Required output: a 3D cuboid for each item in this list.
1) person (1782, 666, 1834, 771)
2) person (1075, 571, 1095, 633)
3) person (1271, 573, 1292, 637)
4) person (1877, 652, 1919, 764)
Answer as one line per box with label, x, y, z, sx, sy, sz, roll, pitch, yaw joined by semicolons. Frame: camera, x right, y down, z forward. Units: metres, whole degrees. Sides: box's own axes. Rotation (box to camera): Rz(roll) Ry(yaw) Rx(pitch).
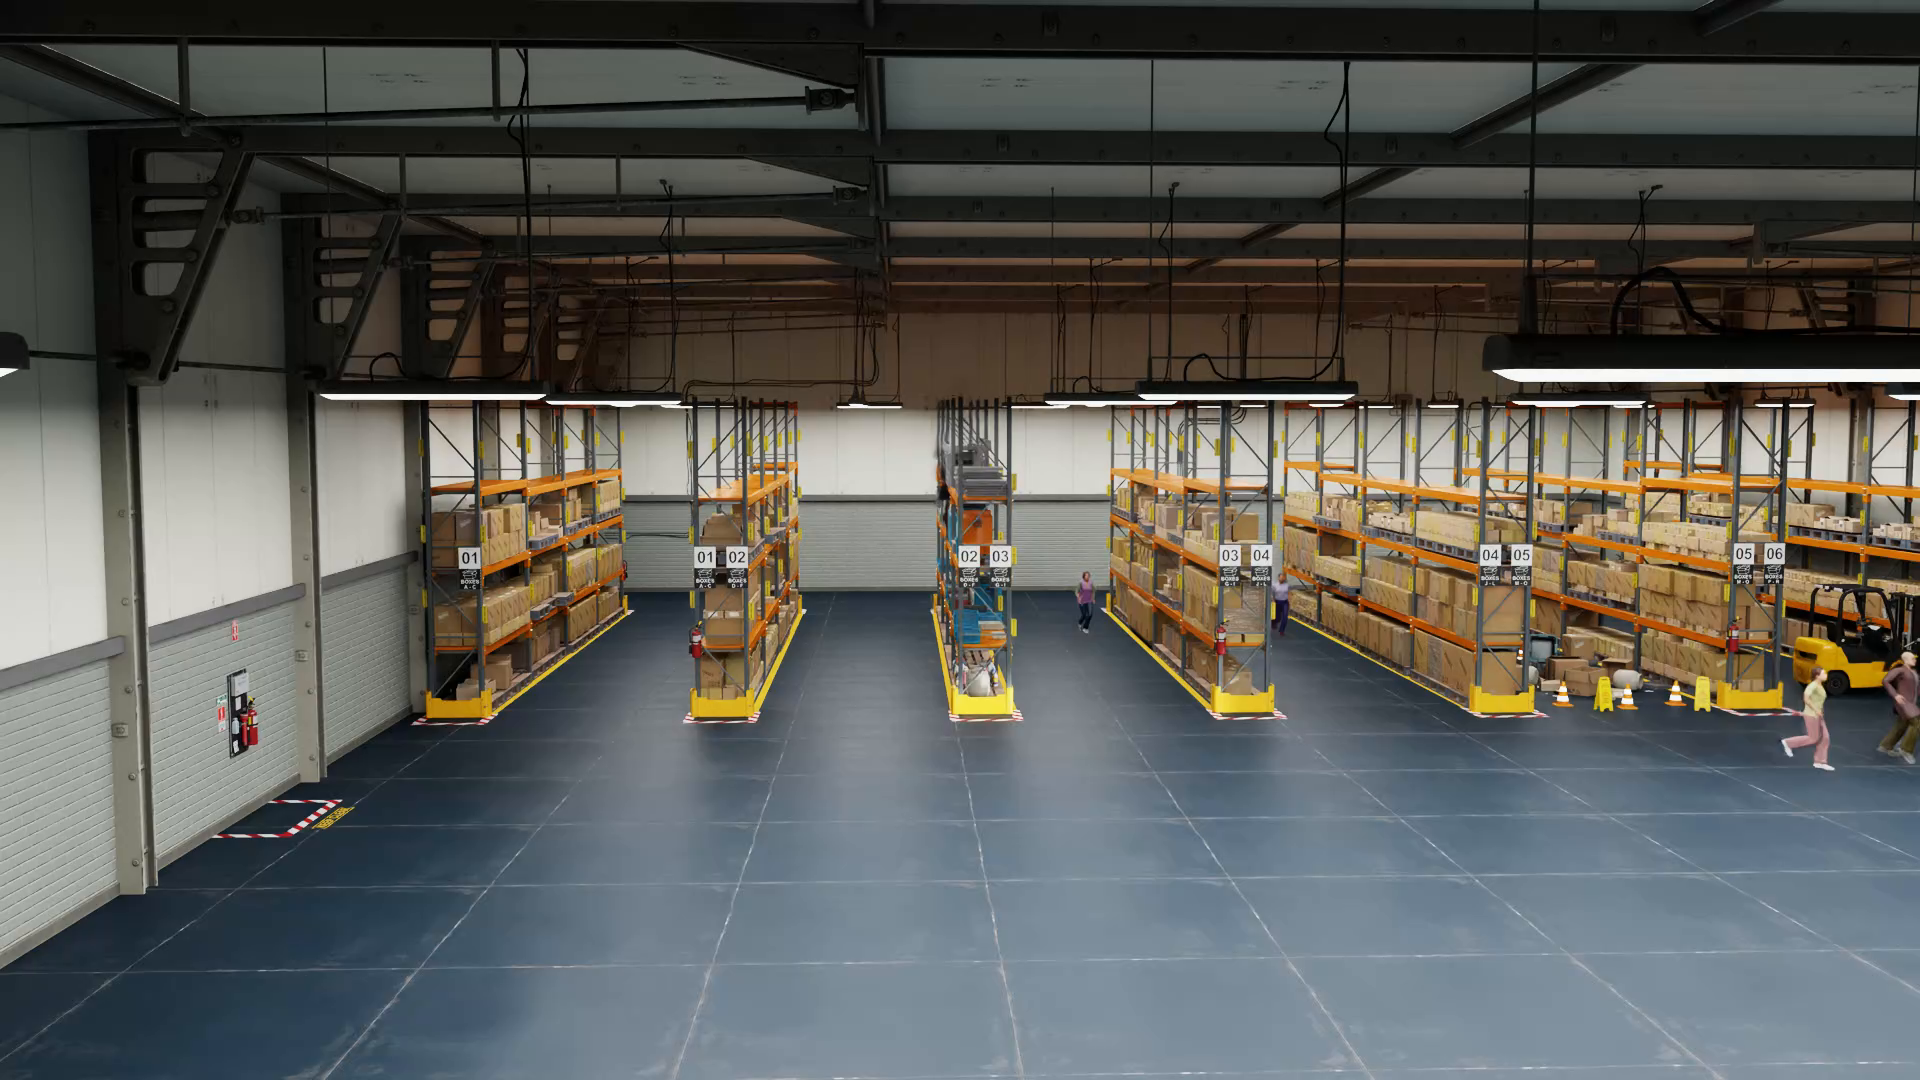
person;13.709;2.851;26.806;0.789;1.638;0.604;3;6;38
person;3.087;1.521;40.974;0.522;1.518;0.553;-1;5;-14
person;8.207;1.658;42.541;0.614;1.599;0.575;0;4;-3
person;15.497;2.746;27.234;0.681;1.837;0.824;-4;6;-42
